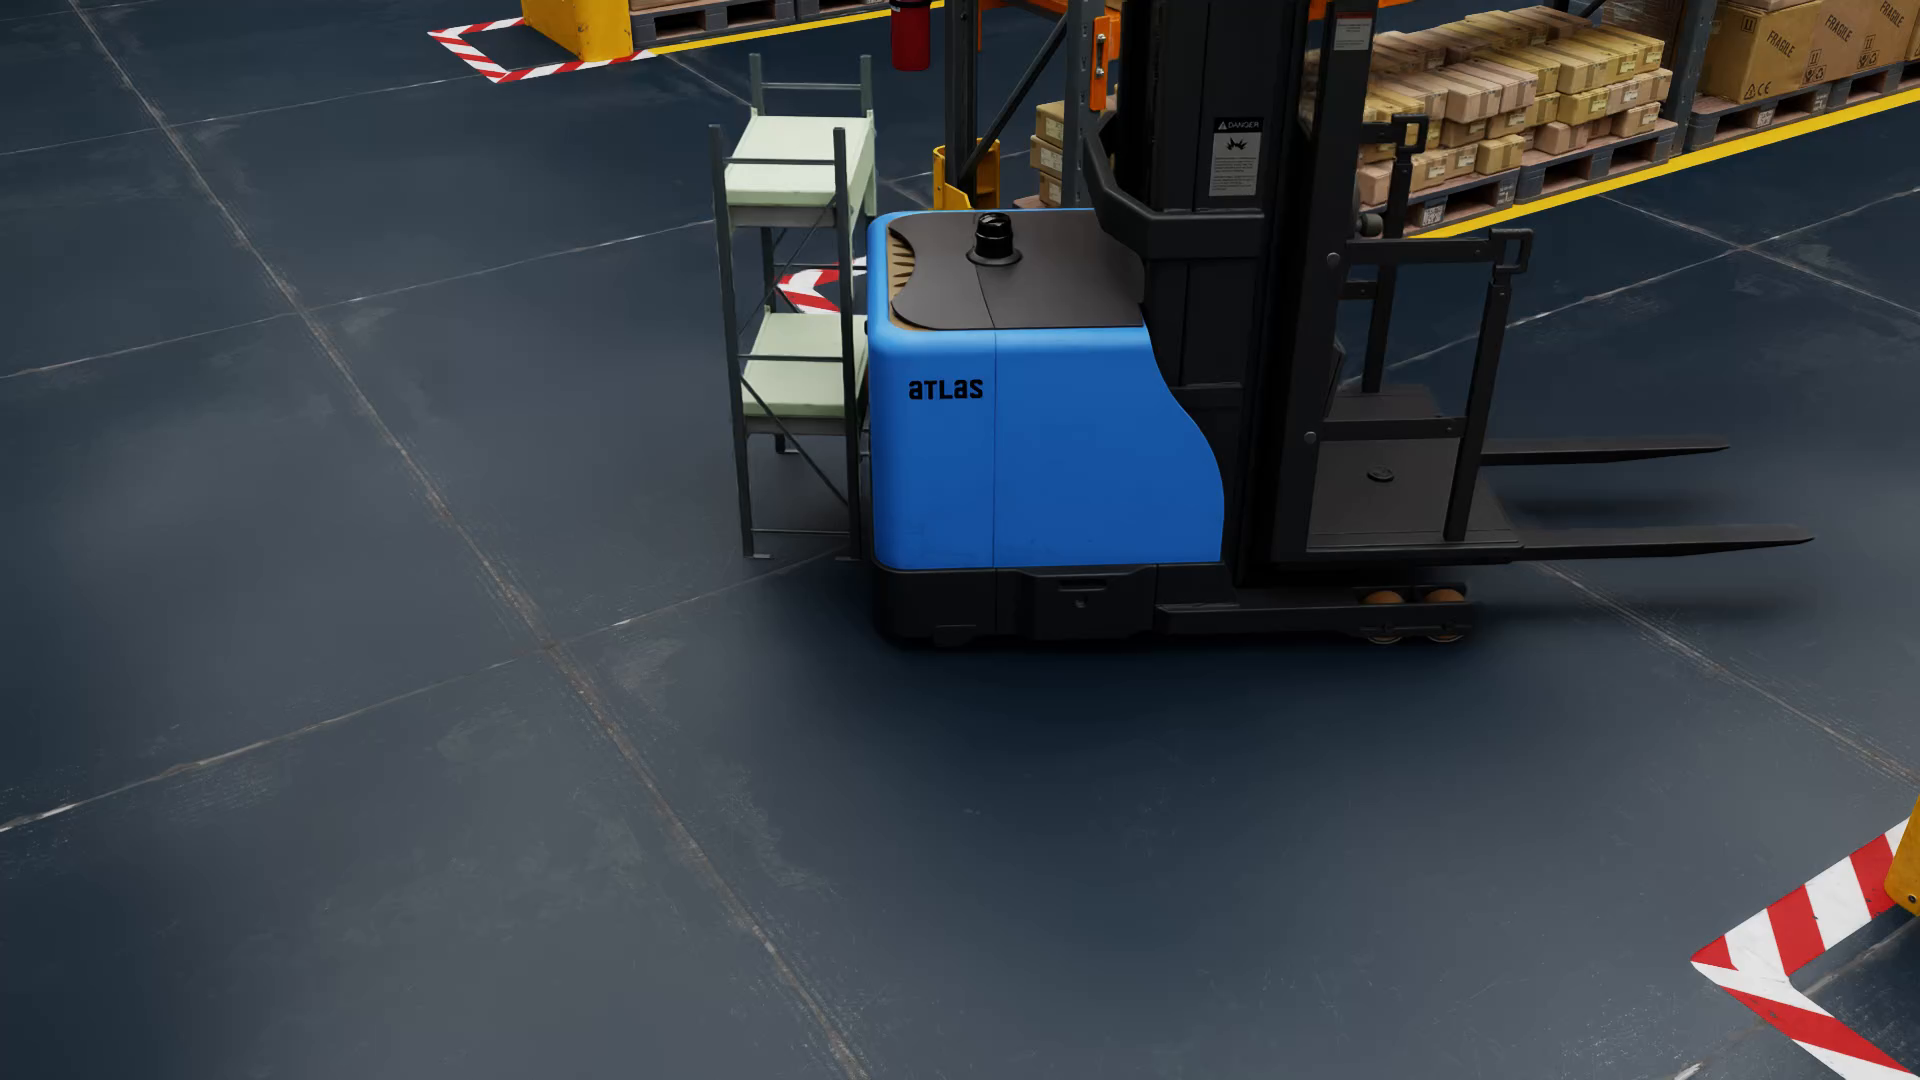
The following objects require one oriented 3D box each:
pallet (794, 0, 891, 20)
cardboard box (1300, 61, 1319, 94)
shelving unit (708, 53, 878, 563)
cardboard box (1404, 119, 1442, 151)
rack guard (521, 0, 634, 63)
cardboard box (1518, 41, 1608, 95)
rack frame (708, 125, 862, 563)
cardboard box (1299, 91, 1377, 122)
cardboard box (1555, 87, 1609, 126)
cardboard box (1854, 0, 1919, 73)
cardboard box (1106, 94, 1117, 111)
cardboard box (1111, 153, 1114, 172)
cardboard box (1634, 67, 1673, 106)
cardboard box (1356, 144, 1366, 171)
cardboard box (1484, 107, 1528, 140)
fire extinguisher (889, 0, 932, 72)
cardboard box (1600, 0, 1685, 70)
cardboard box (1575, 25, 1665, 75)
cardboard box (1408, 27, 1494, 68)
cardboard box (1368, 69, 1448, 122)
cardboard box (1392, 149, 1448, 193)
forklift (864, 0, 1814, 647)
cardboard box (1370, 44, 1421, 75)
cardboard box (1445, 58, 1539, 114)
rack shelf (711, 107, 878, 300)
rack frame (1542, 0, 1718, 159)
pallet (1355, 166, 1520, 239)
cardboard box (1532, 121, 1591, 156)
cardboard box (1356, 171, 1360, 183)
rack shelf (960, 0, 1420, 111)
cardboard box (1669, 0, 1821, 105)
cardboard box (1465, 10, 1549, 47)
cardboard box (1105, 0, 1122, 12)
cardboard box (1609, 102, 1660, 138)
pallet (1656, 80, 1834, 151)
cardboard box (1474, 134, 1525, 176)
[{"bbox_3d":[-0.863,-4.042,11.959,1.213,0.211,1.003,-19,37,-27],"label":"pallet"},{"bbox_3d":[1.677,-2.258,8.239,0.250,0.149,0.380,-20,38,-29],"label":"cardboard box"},{"bbox_3d":[-0.514,-0.764,5.556,0.431,1.500,0.755,2,32,3],"label":"shelving unit"},{"bbox_3d":[2.131,-2.027,8.152,0.250,0.149,0.380,-17,36,-25],"label":"cardboard box"},{"bbox_3d":[-2.538,-3.540,10.893,0.348,0.500,1.175,-19,37,-27],"label":"rack guard"},{"bbox_3d":[3.055,-2.407,8.475,0.250,0.149,0.380,-19,37,-28],"label":"cardboard box"},{"bbox_3d":[-0.534,-0.569,5.247,0.400,1.500,0.023,2,32,3],"label":"rack frame"},{"bbox_3d":[1.723,-1.970,7.782,0.250,0.149,0.380,-17,36,-25],"label":"cardboard box"},{"bbox_3d":[3.083,-2.265,8.529,0.250,0.149,0.380,-20,38,-29],"label":"cardboard box"},{"bbox_3d":[5.253,-3.096,9.796,0.500,0.500,0.500,-18,37,-26],"label":"cardboard box"},{"bbox_3d":[0.799,-1.951,7.752,0.250,0.149,0.380,-18,37,-26],"label":"cardboard box"},{"bbox_3d":[0.874,-1.636,7.253,0.250,0.149,0.380,-21,38,-29],"label":"cardboard box"},{"bbox_3d":[3.519,-2.434,8.797,0.250,0.149,0.380,-18,37,-26],"label":"cardboard box"},{"bbox_3d":[1.693,-1.857,7.882,0.250,0.149,0.380,-21,38,-29],"label":"cardboard box"},{"bbox_3d":[2.615,-2.154,8.353,0.250,0.149,0.380,-18,36,-26],"label":"cardboard box"},{"bbox_3d":[-0.212,-2.357,7.098,0.183,0.674,0.296,-19,37,-27],"label":"fire extinguisher"},{"bbox_3d":[4.097,-3.017,9.671,0.500,0.500,0.500,-20,37,-28],"label":"cardboard box"},{"bbox_3d":[3.453,-2.574,8.740,0.250,0.149,0.380,-18,36,-26],"label":"cardboard box"},{"bbox_3d":[2.553,-2.553,8.706,0.250,0.149,0.380,-20,37,-28],"label":"cardboard box"},{"bbox_3d":[2.129,-2.141,8.054,0.250,0.149,0.380,-19,37,-27],"label":"cardboard box"},{"bbox_3d":[2.156,-1.847,8.144,0.250,0.149,0.380,-19,37,-27],"label":"cardboard box"},{"bbox_3d":[1.218,-1.194,4.896,3.031,2.935,1.130,-2,32,-2],"label":"forklift"},{"bbox_3d":[2.111,-2.400,8.464,0.250,0.149,0.380,-21,38,-29],"label":"cardboard box"},{"bbox_3d":[2.617,-2.247,8.222,0.250,0.149,0.380,-21,38,-30],"label":"cardboard box"},{"bbox_3d":[-0.514,-1.094,5.348,0.431,0.370,0.720,2,32,3],"label":"rack shelf"},{"bbox_3d":[3.611,-3.570,8.598,0.127,3.000,1.000,-19,37,-27],"label":"rack frame"},{"bbox_3d":[2.040,-1.826,8.446,1.213,0.211,1.003,-19,37,-27],"label":"pallet"},{"bbox_3d":[3.016,-2.133,8.598,0.250,0.149,0.380,-20,38,-29],"label":"cardboard box"},{"bbox_3d":[1.681,-1.722,7.947,0.250,0.149,0.380,-19,37,-27],"label":"cardboard box"},{"bbox_3d":[1.930,-2.688,7.873,4.000,0.370,1.077,-19,37,-27],"label":"rack shelf"},{"bbox_3d":[4.376,-2.785,9.303,0.500,0.500,0.500,-17,36,-25],"label":"cardboard box"},{"bbox_3d":[2.946,-2.734,8.993,0.250,0.149,0.380,-17,36,-25],"label":"cardboard box"},{"bbox_3d":[0.699,-2.254,6.747,0.250,0.149,0.380,-19,37,-28],"label":"cardboard box"},{"bbox_3d":[3.466,-2.276,8.825,0.250,0.149,0.380,-18,37,-27],"label":"cardboard box"},{"bbox_3d":[4.265,-2.616,9.700,1.213,0.211,1.003,-19,37,-27],"label":"pallet"},{"bbox_3d":[2.597,-1.976,8.350,0.250,0.149,0.380,-19,37,-27],"label":"cardboard box"}]
